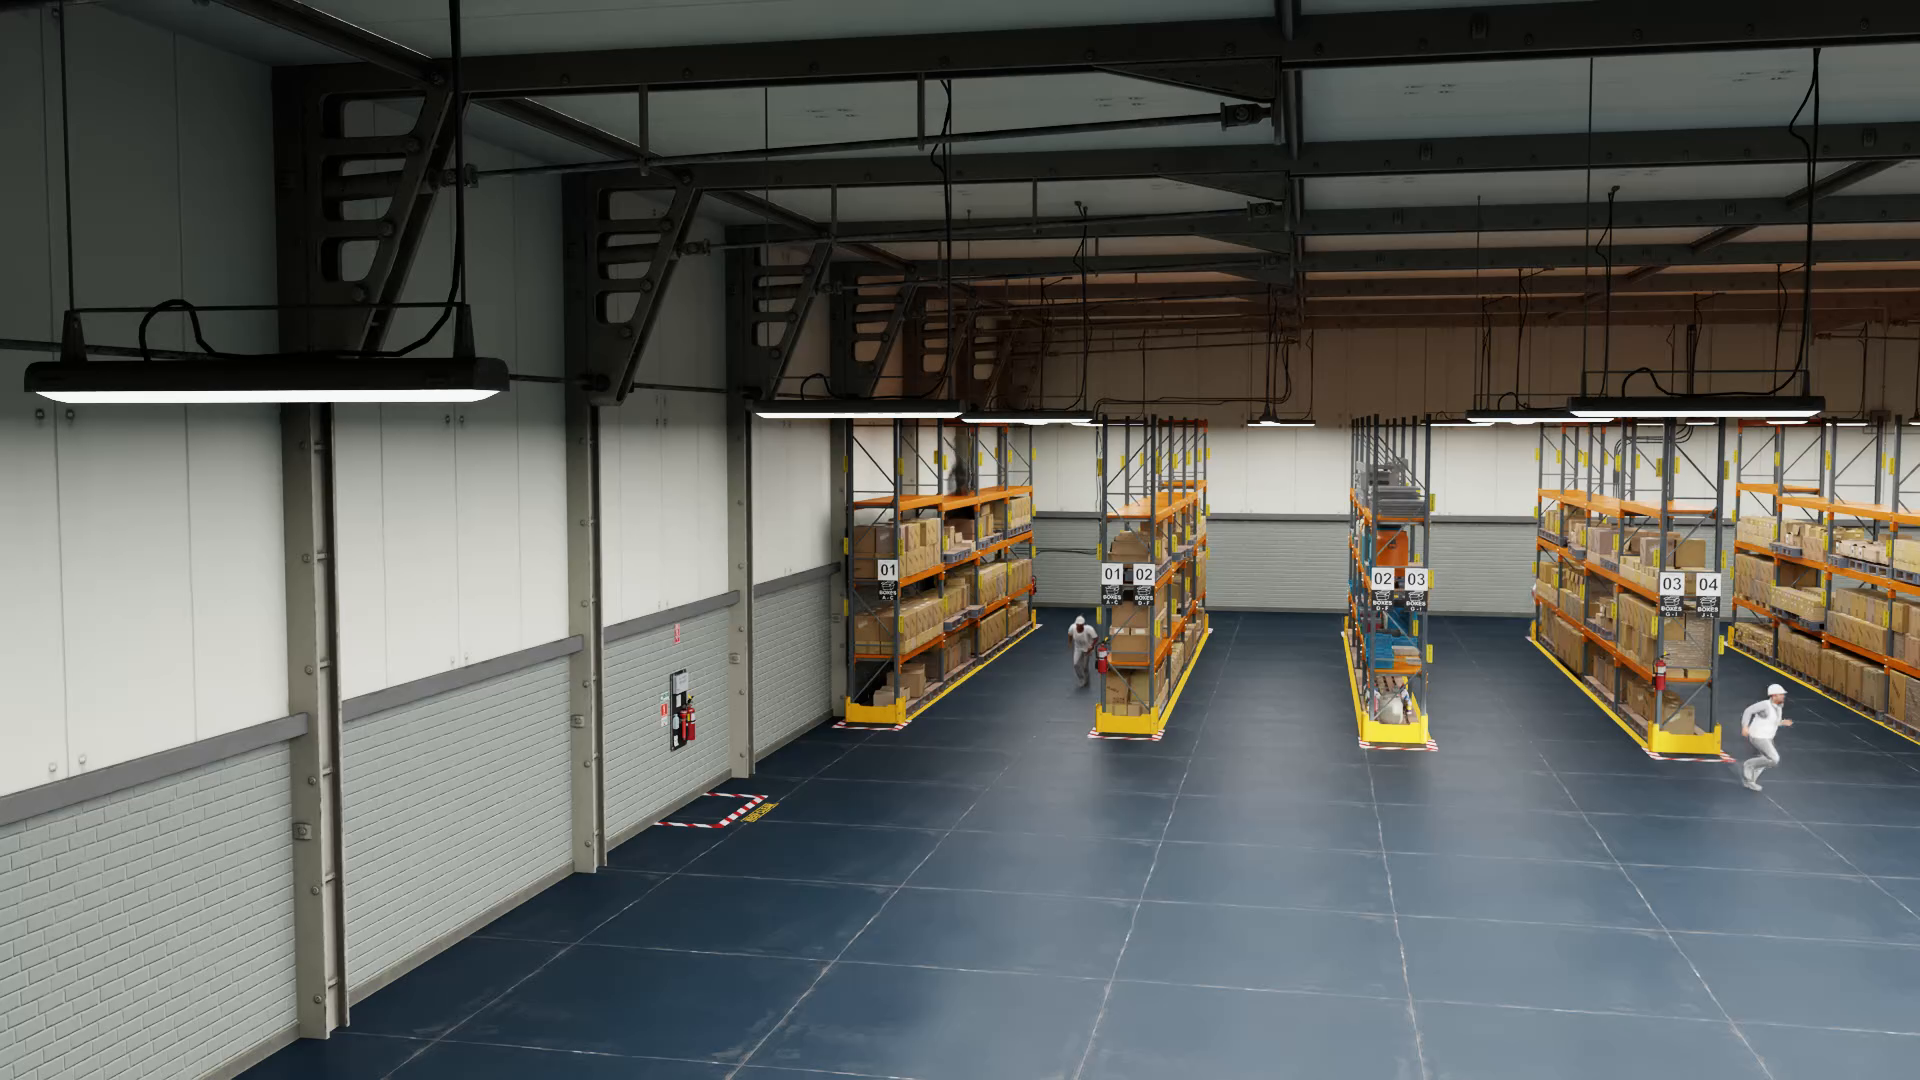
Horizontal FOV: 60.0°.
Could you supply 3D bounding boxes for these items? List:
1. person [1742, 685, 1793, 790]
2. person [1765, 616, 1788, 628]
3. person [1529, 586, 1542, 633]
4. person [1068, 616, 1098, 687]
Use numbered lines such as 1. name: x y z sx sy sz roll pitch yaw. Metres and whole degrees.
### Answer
1. person: 12.778 3.124 26.323 0.645 1.699 0.728 -4 5 -44
2. person: 22.116 1.887 44.997 0.724 1.743 0.577 0 4 -5
3. person: 16.187 1.777 46.221 0.679 1.762 0.663 2 4 22
4. person: 2.777 2.465 37.220 0.711 1.611 1.075 1 4 19
